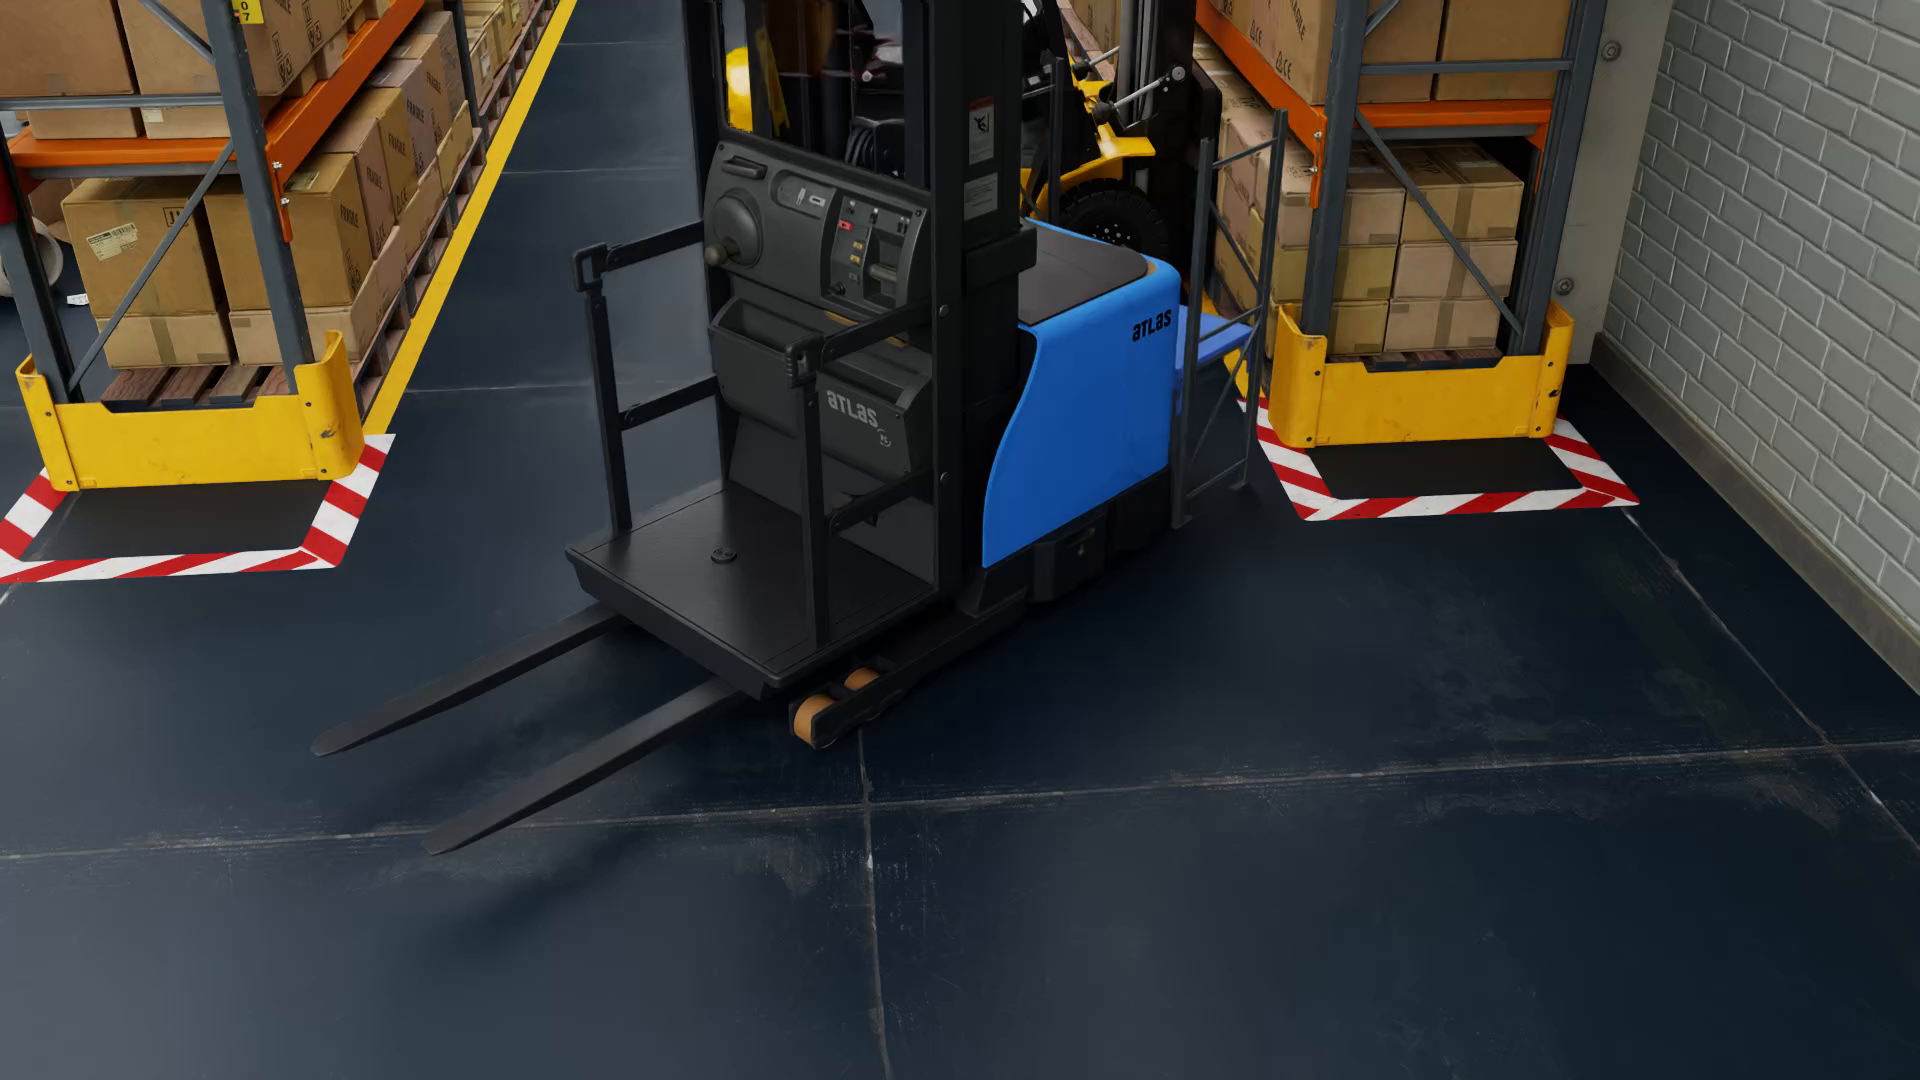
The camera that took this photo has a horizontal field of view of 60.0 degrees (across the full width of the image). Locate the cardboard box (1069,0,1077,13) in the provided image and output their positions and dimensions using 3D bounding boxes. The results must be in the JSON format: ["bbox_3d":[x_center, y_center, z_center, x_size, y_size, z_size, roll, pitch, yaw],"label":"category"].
[{"bbox_3d":[1.275,-4.387,12.575,0.875,0.625,0.625,-2,31,-3],"label":"cardboard box"}]

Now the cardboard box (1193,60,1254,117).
[{"bbox_3d":[1.405,-2.220,8.338,0.500,0.250,0.500,-3,31,-6],"label":"cardboard box"}]

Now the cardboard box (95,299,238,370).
[{"bbox_3d":[-3.379,-0.966,7.214,0.500,0.250,0.500,-3,31,-5],"label":"cardboard box"}]

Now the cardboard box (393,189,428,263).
[{"bbox_3d":[-2.937,-1.518,8.138,0.500,0.250,0.500,-1,31,-1],"label":"cardboard box"}]

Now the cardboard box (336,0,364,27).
[{"bbox_3d":[-2.902,-2.504,7.130,0.500,0.500,0.500,-3,31,-6],"label":"cardboard box"}]

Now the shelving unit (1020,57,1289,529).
[{"bbox_3d":[0.605,-0.960,6.394,1.048,1.500,0.538,25,39,35],"label":"shelving unit"}]

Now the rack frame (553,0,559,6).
[{"bbox_3d":[-3.781,-5.638,12.765,1.000,3.000,0.127,-3,31,-5],"label":"rack frame"}]

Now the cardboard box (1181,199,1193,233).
[{"bbox_3d":[1.404,-1.793,8.598,0.500,0.250,0.500,-2,31,-3],"label":"cardboard box"}]

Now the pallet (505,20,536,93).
[{"bbox_3d":[-3.598,-3.421,11.771,1.003,0.211,1.213,-3,31,-5],"label":"pallet"}]

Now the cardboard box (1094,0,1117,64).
[{"bbox_3d":[1.410,-3.659,11.357,0.875,0.625,0.625,-3,31,-5],"label":"cardboard box"}]

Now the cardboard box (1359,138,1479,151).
[{"bbox_3d":[2.002,-1.732,7.522,0.500,0.250,0.500,-3,31,-5],"label":"cardboard box"}]

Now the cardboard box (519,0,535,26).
[{"bbox_3d":[-3.661,-4.025,12.217,0.950,0.372,0.625,-3,31,-6],"label":"cardboard box"}]

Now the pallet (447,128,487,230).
[{"bbox_3d":[-3.309,-2.058,9.489,1.003,0.211,1.213,-3,31,-5],"label":"pallet"}]

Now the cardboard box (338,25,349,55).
[{"bbox_3d":[-2.876,-2.159,7.185,0.380,0.149,0.250,-2,31,-3],"label":"cardboard box"}]

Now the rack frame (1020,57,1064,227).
[{"bbox_3d":[0.227,-1.134,6.686,0.032,1.500,0.500,25,39,35],"label":"rack frame"}]

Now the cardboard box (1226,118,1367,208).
[{"bbox_3d":[1.501,-1.703,7.473,0.500,0.250,0.500,-2,31,-4],"label":"cardboard box"}]

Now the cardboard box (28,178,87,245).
[{"bbox_3d":[-4.661,-1.912,8.961,0.500,0.500,0.500,20,36,29],"label":"cardboard box"}]

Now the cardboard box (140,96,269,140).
[{"bbox_3d":[-2.859,-1.629,6.298,0.380,0.149,0.250,-3,31,-4],"label":"cardboard box"}]

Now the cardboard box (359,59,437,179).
[{"bbox_3d":[-2.986,-2.109,8.396,0.500,0.500,0.500,-1,31,-2],"label":"cardboard box"}]

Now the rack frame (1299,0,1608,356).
[{"bbox_3d":[1.909,-1.794,6.328,1.000,3.000,0.127,-3,31,-5],"label":"rack frame"}]

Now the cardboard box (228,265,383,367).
[{"bbox_3d":[-2.833,-0.979,7.236,0.500,0.250,0.500,-3,31,-5],"label":"cardboard box"}]

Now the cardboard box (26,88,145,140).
[{"bbox_3d":[-3.281,-1.627,6.293,0.380,0.149,0.250,-2,31,-3],"label":"cardboard box"}]

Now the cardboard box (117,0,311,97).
[{"bbox_3d":[-2.801,-1.980,6.252,0.500,0.500,0.500,-3,31,-5],"label":"cardboard box"}]

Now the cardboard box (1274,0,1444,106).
[{"bbox_3d":[1.601,-2.075,6.702,0.500,0.500,0.500,-3,31,-6],"label":"cardboard box"}]

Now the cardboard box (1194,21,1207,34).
[{"bbox_3d":[1.305,-2.741,9.211,0.500,0.250,0.500,-3,31,-5],"label":"cardboard box"}]

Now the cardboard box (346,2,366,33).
[{"bbox_3d":[-2.956,-2.427,7.634,0.380,0.149,0.250,-4,31,-6],"label":"cardboard box"}]

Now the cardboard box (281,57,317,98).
[{"bbox_3d":[-2.841,-1.897,6.746,0.380,0.149,0.250,-4,31,-6],"label":"cardboard box"}]

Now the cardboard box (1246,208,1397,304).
[{"bbox_3d":[1.552,-1.242,7.188,0.500,0.250,0.500,-3,31,-5],"label":"cardboard box"}]

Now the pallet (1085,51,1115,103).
[{"bbox_3d":[1.427,-3.013,11.088,1.003,0.211,1.213,-3,31,-5],"label":"pallet"}]

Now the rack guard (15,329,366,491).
[{"bbox_3d":[-3.040,-0.520,6.632,1.175,0.500,0.348,-3,31,-5],"label":"rack guard"}]

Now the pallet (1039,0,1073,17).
[{"bbox_3d":[1.199,-4.259,13.174,1.003,0.211,1.213,-3,31,-5],"label":"pallet"}]

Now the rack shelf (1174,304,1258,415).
[{"bbox_3d":[0.605,-0.805,6.486,1.000,0.185,0.538,25,39,35],"label":"rack shelf"}]

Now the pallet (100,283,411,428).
[{"bbox_3d":[-3.081,-0.812,7.404,1.003,0.211,1.213,-3,31,-5],"label":"pallet"}]

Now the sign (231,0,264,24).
[{"bbox_3d":[-2.493,-1.952,5.748,0.100,0.325,0.005,-3,31,-5],"label":"sign"}]

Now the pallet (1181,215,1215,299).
[{"bbox_3d":[1.685,-1.606,8.734,1.003,0.211,1.213,-3,31,-5],"label":"pallet"}]

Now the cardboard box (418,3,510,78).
[{"bbox_3d":[-3.529,-3.283,10.974,0.950,0.372,0.625,-1,31,-1],"label":"cardboard box"}]

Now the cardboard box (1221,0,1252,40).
[{"bbox_3d":[1.514,-2.602,7.584,0.500,0.500,0.500,-3,31,-6],"label":"cardboard box"}]

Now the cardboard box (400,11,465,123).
[{"bbox_3d":[-3.084,-2.629,9.266,0.500,0.500,0.500,-3,31,-5],"label":"cardboard box"}]

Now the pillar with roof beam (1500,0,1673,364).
[{"bbox_3d":[-1.545,-4.562,5.112,9.100,9.000,0.400,-3,31,-5],"label":"pillar with roof beam"}]

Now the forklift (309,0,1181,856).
[{"bbox_3d":[-0.599,-0.910,4.914,1.130,2.935,3.031,26,40,36],"label":"forklift"}]

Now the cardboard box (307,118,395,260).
[{"bbox_3d":[-2.889,-1.580,7.510,0.500,0.500,0.500,-4,31,-6],"label":"cardboard box"}]

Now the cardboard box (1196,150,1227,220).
[{"bbox_3d":[1.447,-1.761,8.057,0.500,0.250,0.500,-3,31,-6],"label":"cardboard box"}]

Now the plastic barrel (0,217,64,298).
[{"bbox_3d":[-4.733,-1.430,8.231,0.512,0.421,0.421,20,36,29],"label":"plastic barrel"}]

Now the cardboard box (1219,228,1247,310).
[{"bbox_3d":[1.513,-1.273,7.727,0.500,0.250,0.500,-3,31,-5],"label":"cardboard box"}]

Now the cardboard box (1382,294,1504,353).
[{"bbox_3d":[2.057,-1.054,7.361,0.500,0.250,0.500,-3,31,-4],"label":"cardboard box"}]

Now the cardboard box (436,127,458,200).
[{"bbox_3d":[-3.024,-2.036,9.005,0.500,0.250,0.500,-4,31,-6],"label":"cardboard box"}]

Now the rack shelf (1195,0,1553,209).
[{"bbox_3d":[1.722,-2.506,8.222,1.077,0.370,4.000,-3,31,-5],"label":"rack shelf"}]
